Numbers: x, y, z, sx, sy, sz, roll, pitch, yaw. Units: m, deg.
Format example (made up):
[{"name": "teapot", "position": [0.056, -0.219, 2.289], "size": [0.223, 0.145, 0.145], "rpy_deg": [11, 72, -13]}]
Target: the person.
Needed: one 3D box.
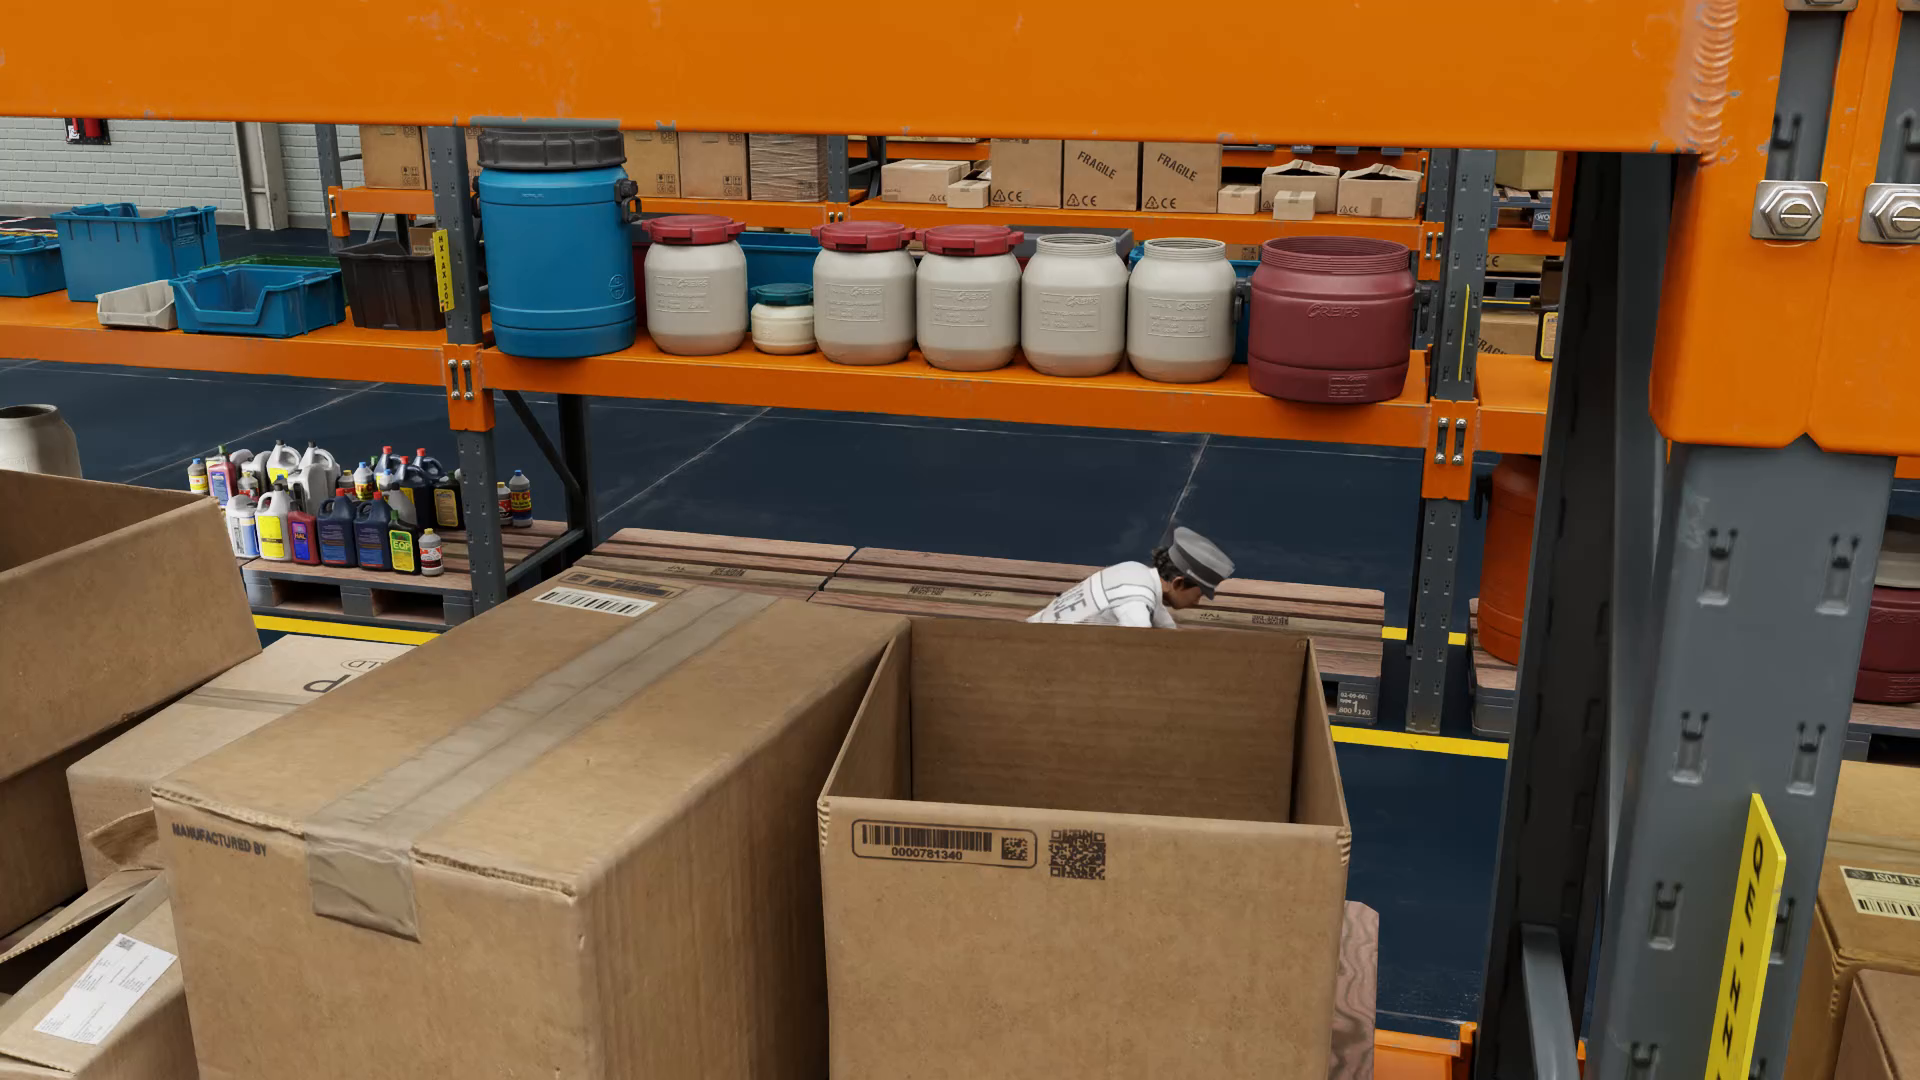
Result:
[{"name": "person", "position": [0.562, 0.432, 5.868], "size": [0.842, 0.981, 0.466], "rpy_deg": [4, 19, 12]}]
